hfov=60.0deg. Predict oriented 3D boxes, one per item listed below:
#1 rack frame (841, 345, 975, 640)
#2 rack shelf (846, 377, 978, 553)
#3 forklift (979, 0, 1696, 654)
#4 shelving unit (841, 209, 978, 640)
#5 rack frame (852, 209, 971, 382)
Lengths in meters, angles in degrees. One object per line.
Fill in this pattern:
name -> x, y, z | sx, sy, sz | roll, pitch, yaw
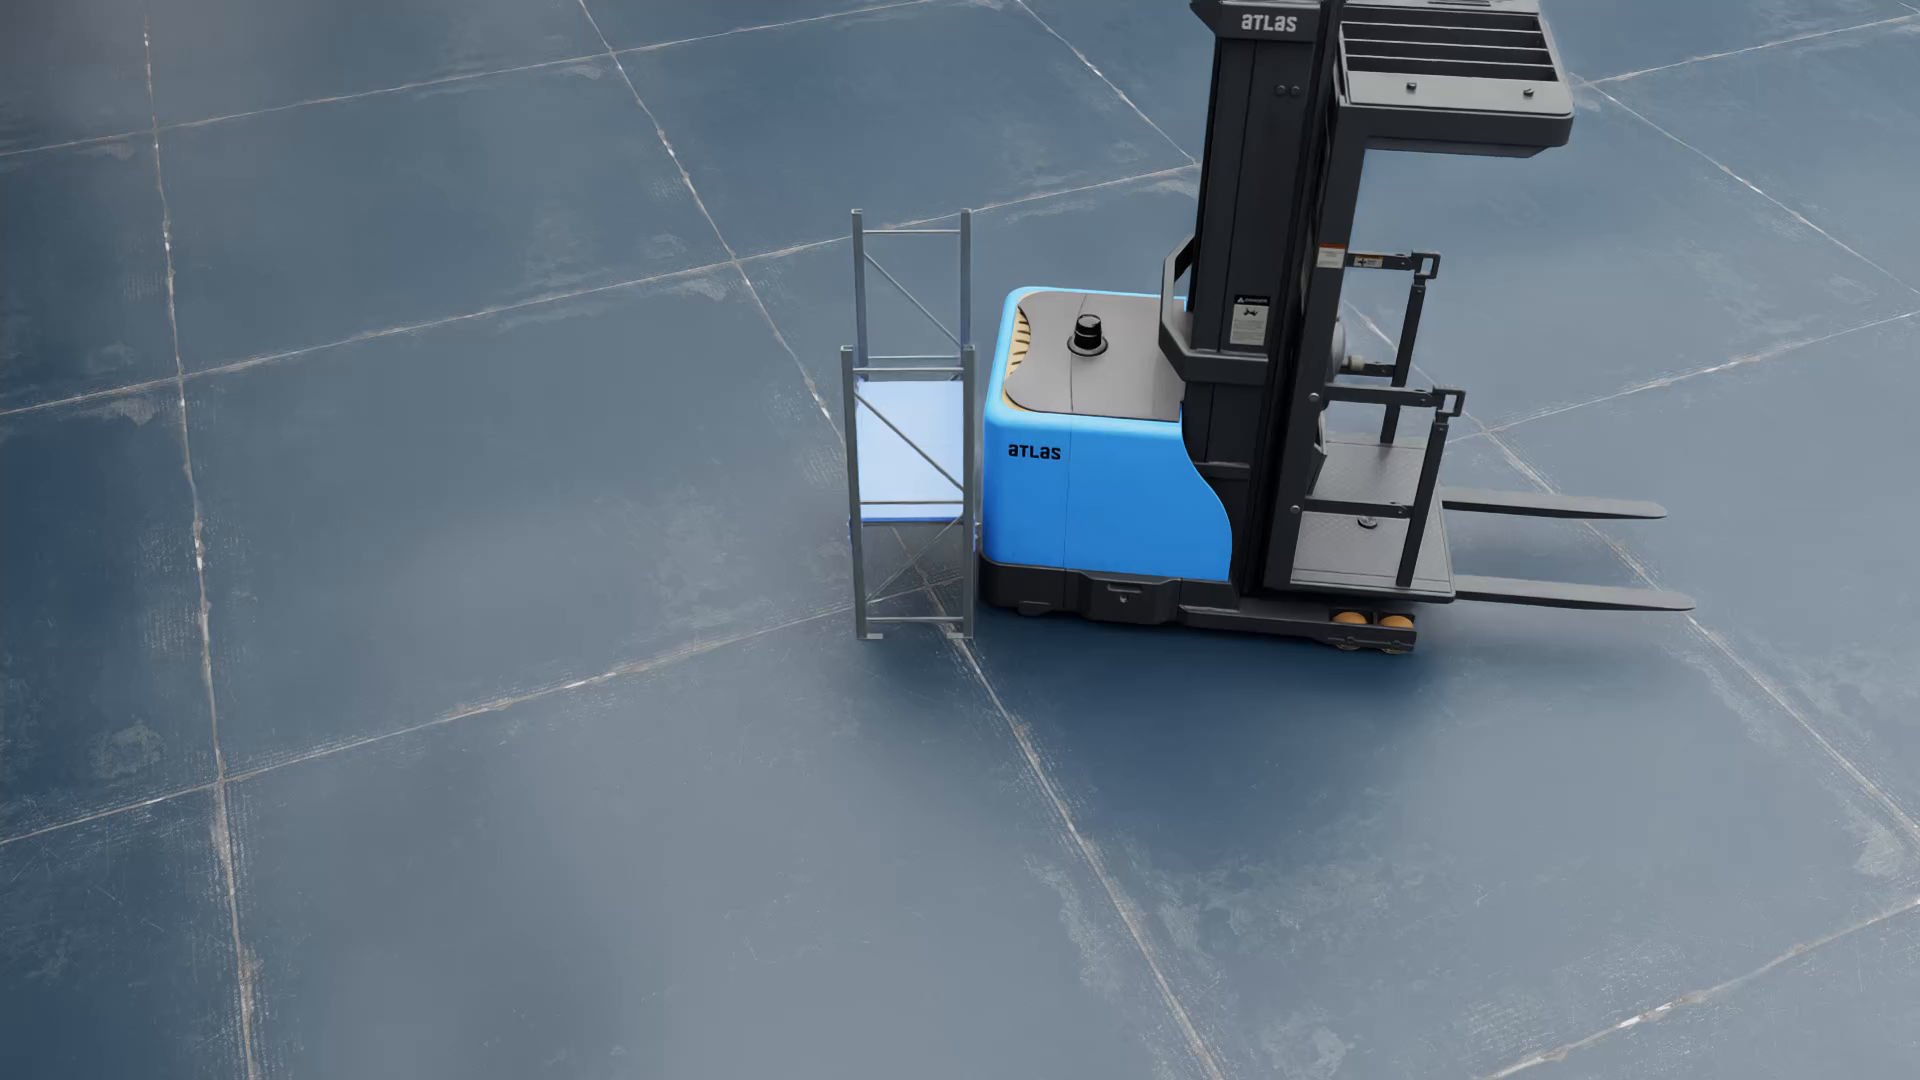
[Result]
rack frame -> -0.194, -0.149, 6.692 | 0.500, 1.500, 0.032 | 0, 41, 0
rack shelf -> -0.199, -0.344, 7.194 | 0.538, 0.185, 1.000 | 0, 41, 0
forklift -> 1.638, -0.995, 6.578 | 3.031, 2.935, 1.130 | 5, 41, 5
shelving unit -> -0.199, -0.481, 7.077 | 0.538, 1.500, 1.048 | 0, 41, 0
rack frame -> -0.204, -0.812, 7.463 | 0.500, 1.500, 0.032 | 0, 41, 0
